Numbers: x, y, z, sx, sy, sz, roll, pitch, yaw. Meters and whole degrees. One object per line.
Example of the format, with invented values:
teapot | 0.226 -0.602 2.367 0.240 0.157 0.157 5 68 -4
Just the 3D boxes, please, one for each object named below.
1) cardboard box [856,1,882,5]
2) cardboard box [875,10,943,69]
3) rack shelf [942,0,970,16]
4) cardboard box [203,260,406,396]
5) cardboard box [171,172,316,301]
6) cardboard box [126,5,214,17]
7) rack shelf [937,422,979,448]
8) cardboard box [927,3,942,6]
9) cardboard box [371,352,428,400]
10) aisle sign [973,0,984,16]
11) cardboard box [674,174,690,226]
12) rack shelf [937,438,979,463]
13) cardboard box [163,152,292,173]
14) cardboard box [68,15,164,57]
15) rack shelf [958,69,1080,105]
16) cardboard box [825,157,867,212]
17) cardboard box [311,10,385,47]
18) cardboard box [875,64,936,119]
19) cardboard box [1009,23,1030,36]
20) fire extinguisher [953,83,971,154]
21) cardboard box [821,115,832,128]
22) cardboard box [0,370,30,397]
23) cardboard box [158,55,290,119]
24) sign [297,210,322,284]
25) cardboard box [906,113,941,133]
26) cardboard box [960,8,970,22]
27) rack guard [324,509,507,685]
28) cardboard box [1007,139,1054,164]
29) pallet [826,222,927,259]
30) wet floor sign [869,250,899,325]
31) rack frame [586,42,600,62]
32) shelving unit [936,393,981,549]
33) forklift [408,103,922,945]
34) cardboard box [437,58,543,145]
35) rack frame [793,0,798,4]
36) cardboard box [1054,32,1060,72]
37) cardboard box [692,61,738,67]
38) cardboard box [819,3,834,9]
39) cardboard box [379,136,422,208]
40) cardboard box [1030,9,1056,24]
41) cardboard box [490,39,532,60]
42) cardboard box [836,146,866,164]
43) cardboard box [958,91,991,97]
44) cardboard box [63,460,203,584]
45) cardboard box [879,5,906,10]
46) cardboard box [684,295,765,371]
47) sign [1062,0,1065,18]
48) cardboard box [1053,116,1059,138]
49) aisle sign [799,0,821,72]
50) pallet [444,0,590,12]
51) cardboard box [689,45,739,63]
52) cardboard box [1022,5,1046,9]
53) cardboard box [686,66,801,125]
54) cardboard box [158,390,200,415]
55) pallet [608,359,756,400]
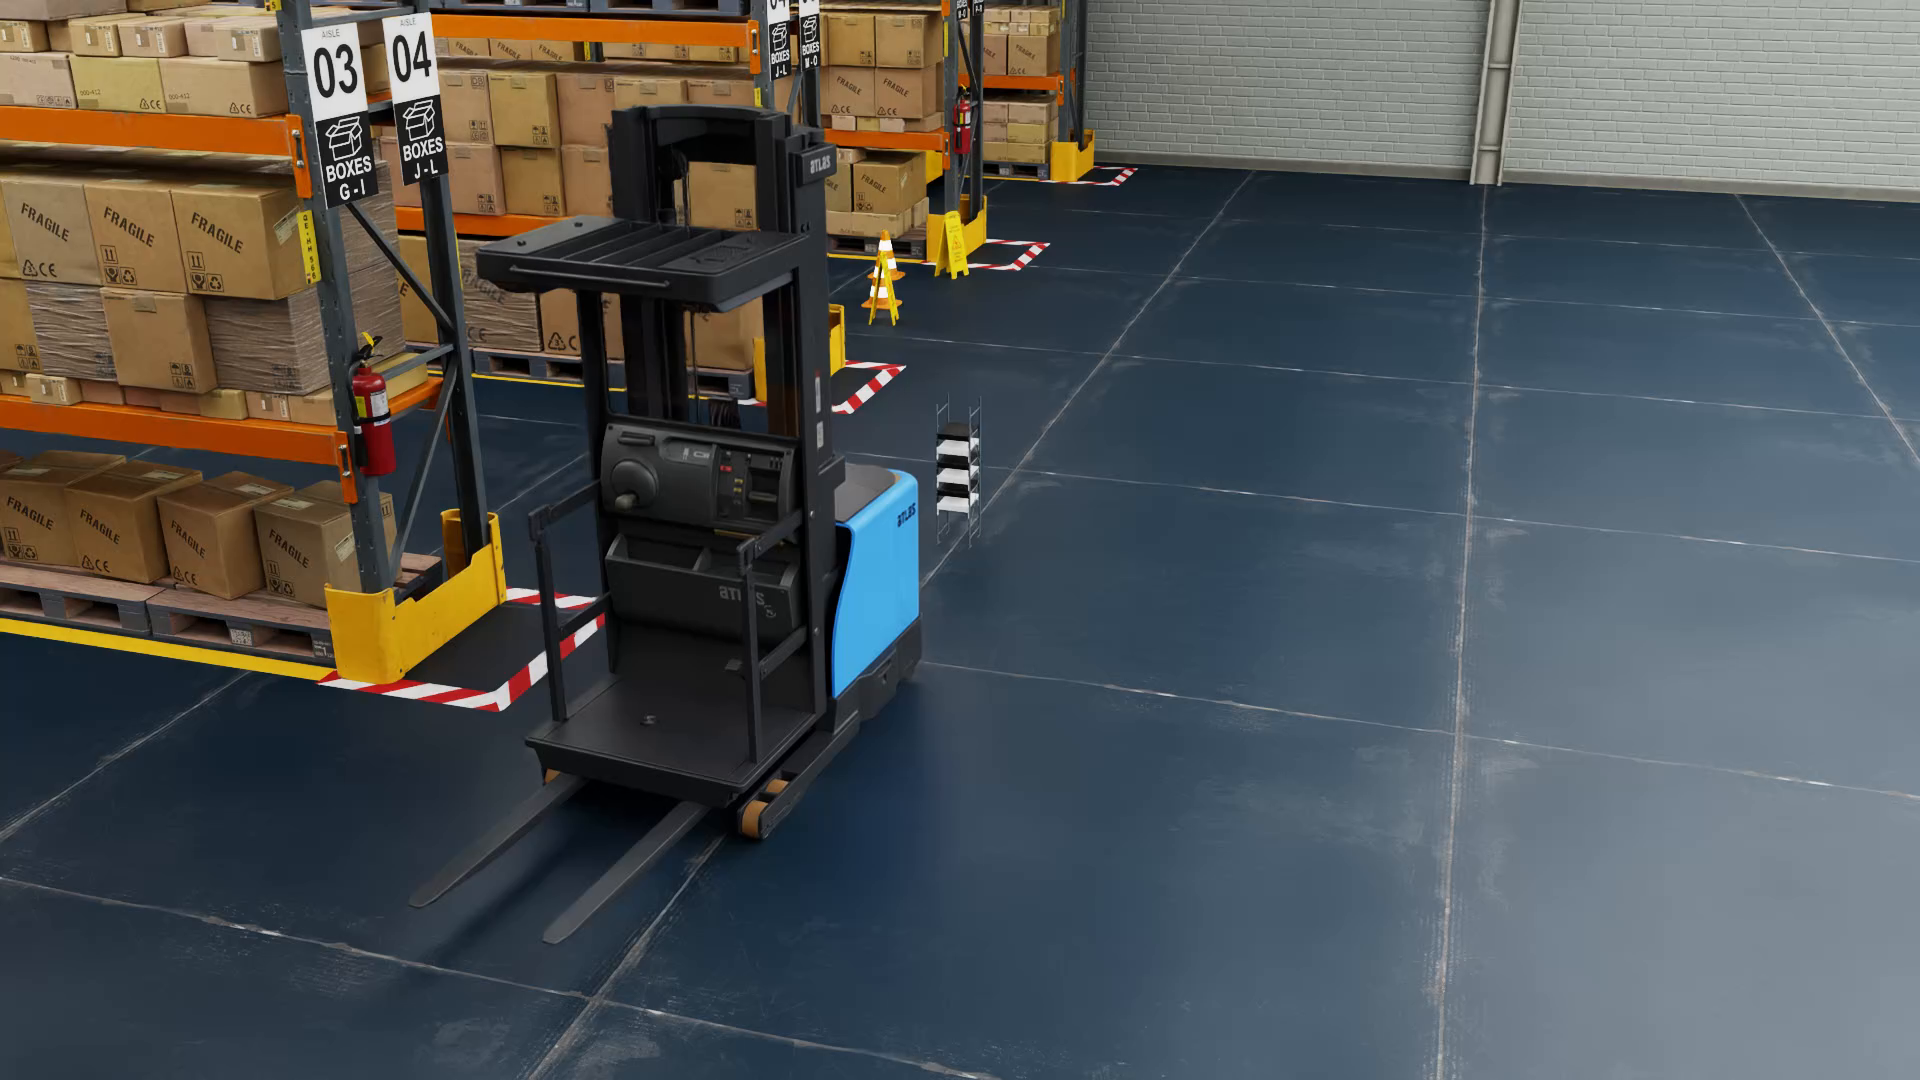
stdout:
cardboard box | -1.221 -7.197 22.485 0.250 0.149 0.380 6 23 14
cardboard box | -0.509 -5.091 16.887 0.500 0.500 0.700 6 23 14
rack shelf | -1.872 -5.742 17.311 4.000 0.370 1.077 7 23 16
cardboard box | -3.339 -1.121 8.527 0.500 0.500 0.875 7 23 16
cardboard box | -3.418 -1.484 8.094 0.500 0.500 0.500 7 23 16
cardboard box | -3.986 -2.614 8.411 0.250 0.149 0.380 6 23 15
rack shelf | -0.008 -0.636 10.012 0.200 0.077 0.258 7 23 16
cardboard box | -0.259 -7.050 22.126 0.250 0.149 0.380 7 23 16
cardboard box | -3.024 -0.869 8.766 0.250 0.149 0.380 7 23 16
aisle sign | 0.191 -5.776 16.974 0.004 0.787 0.394 7 23 16
cardboard box | -2.192 -2.804 12.956 0.550 0.550 0.875 7 23 16
rack shelf | -0.008 -0.553 10.046 0.200 0.077 0.258 7 23 16
cardboard box | -3.744 -1.730 8.694 0.500 0.500 0.500 7 23 16
cardboard box | -3.932 -2.367 7.808 0.250 0.149 0.380 7 23 16
rack shelf | -0.442 -6.158 22.278 4.000 0.370 1.077 7 23 16
cardboard box | -1.300 -3.786 17.629 0.500 0.500 0.500 7 23 17
cardboard box | -3.017 -2.484 8.093 0.250 0.149 0.380 6 23 15
cardboard box | -0.557 -4.611 17.035 0.500 0.500 0.500 6 23 15
cardboard box | 0.807 -6.571 21.351 0.250 0.149 0.380 7 23 16
fire extinguisher | 0.019 -4.252 16.785 0.183 0.674 0.296 7 23 16
cardboard box | -1.351 -4.434 17.459 0.250 0.149 0.380 7 23 16
cardboard box | -4.838 -0.886 8.808 0.250 0.149 0.380 7 23 16
cardboard box | -3.355 -2.146 7.794 0.500 0.250 0.500 7 23 17
sign | -2.999 -1.350 7.665 0.005 0.325 0.100 7 23 16
cardboard box | -0.377 -4.315 17.167 0.250 0.149 0.380 7 23 17
cardboard box | 0.067 -6.795 21.505 0.250 0.149 0.380 7 23 17
rack guard | -2.893 0.281 8.926 0.348 0.500 1.175 7 23 16
cardboard box | 0.932 -5.130 21.895 0.500 0.250 0.500 7 23 16
pallet | -0.798 -3.288 18.007 1.213 0.211 1.003 7 23 16
wet floor sign | -0.691 -2.285 14.990 0.232 0.644 0.267 3 22 6
rack frame | -3.787 -4.906 18.278 0.127 3.000 1.000 7 23 16
shelving unit | -0.008 -0.417 10.101 0.210 0.900 0.258 7 23 16
forklift | -1.220 -0.252 7.021 1.130 2.935 3.031 9 24 20
cardboard box | -3.739 -3.485 13.194 0.550 0.550 0.875 7 23 16
rack frame | -2.357 -6.710 22.676 0.127 3.000 1.000 7 23 16
cardboard box | 1.079 -6.473 21.966 0.500 0.500 0.500 7 23 17
cardboard box | -2.482 -4.834 17.579 0.500 0.500 0.500 6 23 15
cardboard box | -1.855 -7.062 22.155 0.250 0.149 0.380 7 23 16
cardboard box | -4.230 -3.078 13.623 0.550 0.550 0.875 7 23 16
cardboard box | 1.069 -6.718 21.317 0.250 0.149 0.380 7 23 16
cardboard box | -4.770 -5.305 18.175 0.500 0.500 0.500 7 23 16
cardboard box | -1.171 -4.046 17.408 0.250 0.149 0.380 7 23 17
cardboard box | 0.112 -5.890 22.429 0.500 0.250 0.500 6 23 15
cardboard box | -4.589 -0.108 9.321 0.500 0.500 0.500 9 24 20
cardboard box | -0.881 -6.939 21.855 0.250 0.149 0.380 6 23 15
cardboard box | -1.959 -1.920 13.244 0.875 0.875 0.875 7 23 16
sign | 1.303 -6.721 20.865 0.005 0.325 0.100 7 23 16
cardboard box | 1.083 -5.552 22.264 0.500 0.250 0.500 7 23 16
aisle sign | -1.136 -3.962 12.551 0.004 0.787 0.394 7 23 16
pallet | -3.176 -4.215 12.758 1.213 0.211 1.003 7 23 16
cardboard box | -2.473 -5.297 17.389 0.500 0.500 0.700 6 23 14
cardboard box | 0.977 -6.922 21.814 0.250 0.149 0.380 7 23 17
cardboard box | -1.635 -3.282 12.698 0.550 0.550 0.875 7 23 16
cardboard box | -3.881 -0.776 8.541 0.250 0.149 0.380 7 23 16
pallet | -2.079 -1.427 13.471 1.213 0.211 1.003 7 23 15
